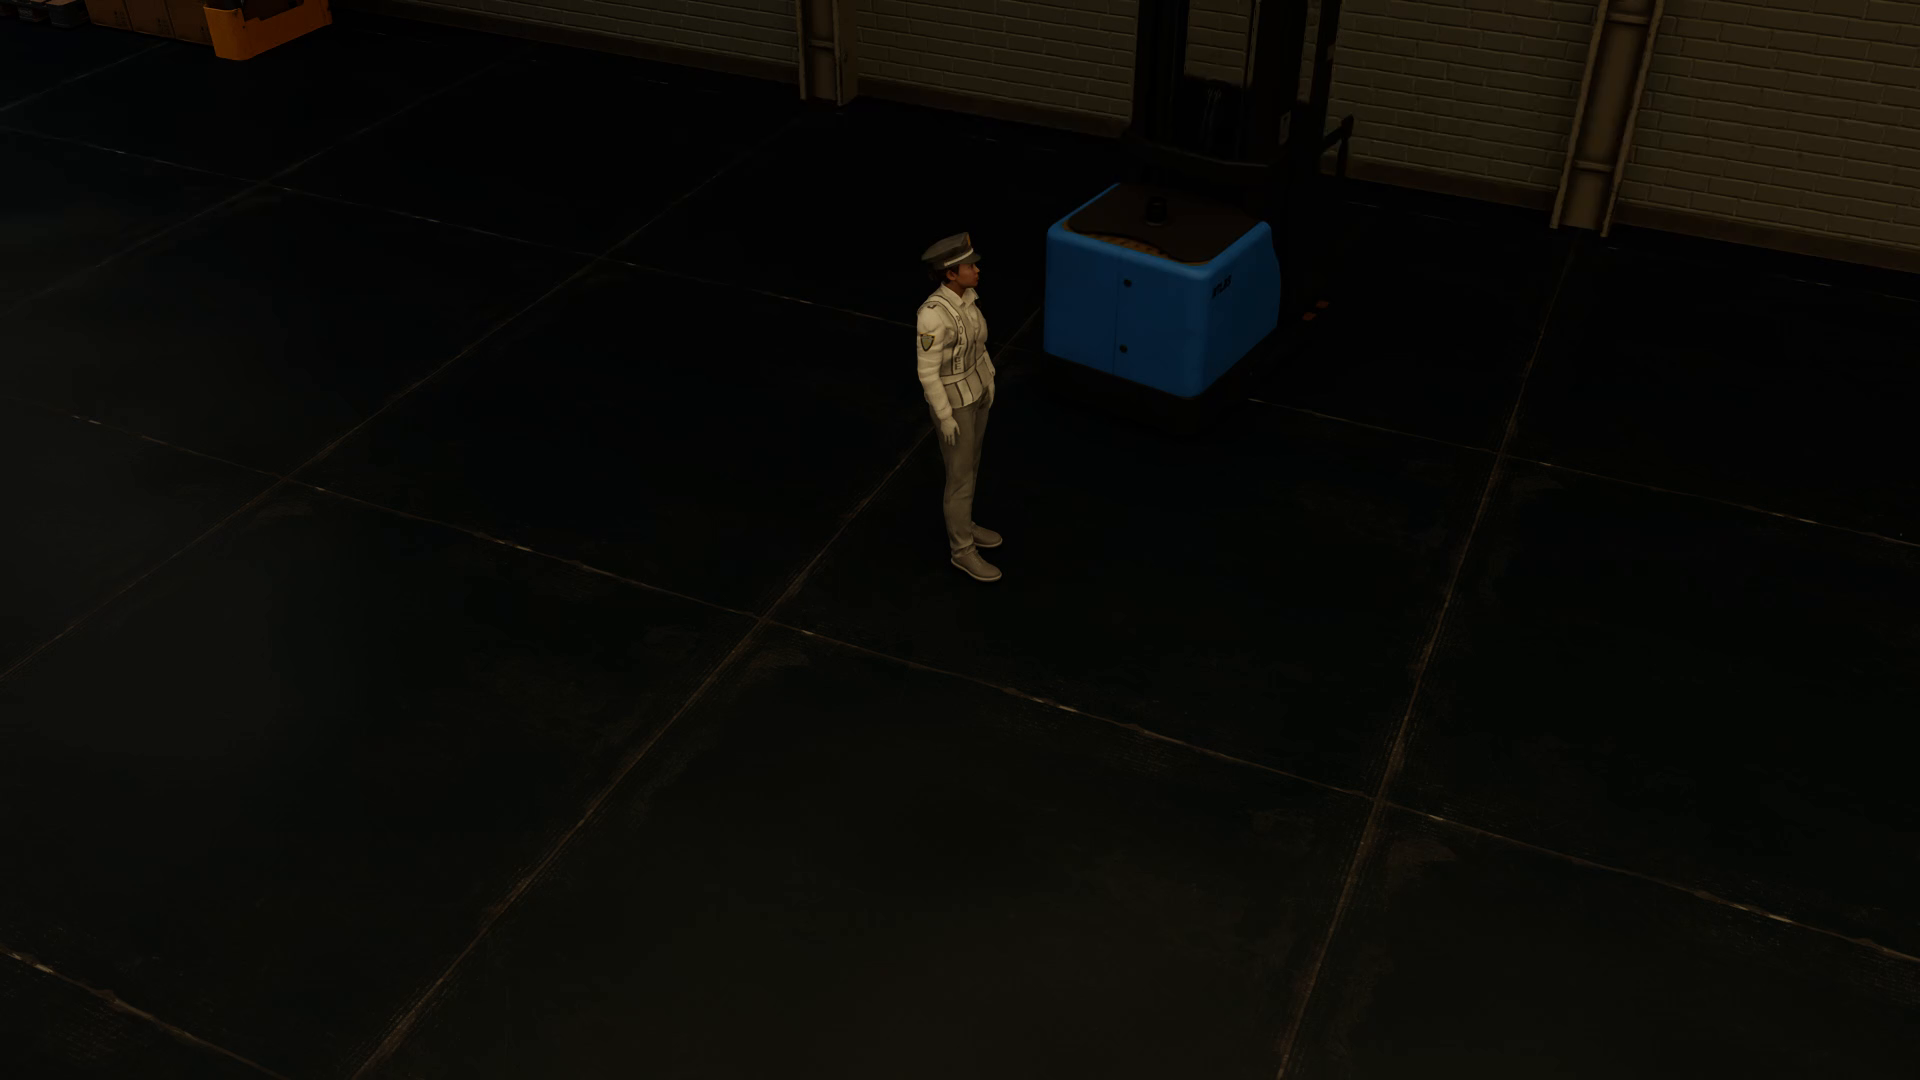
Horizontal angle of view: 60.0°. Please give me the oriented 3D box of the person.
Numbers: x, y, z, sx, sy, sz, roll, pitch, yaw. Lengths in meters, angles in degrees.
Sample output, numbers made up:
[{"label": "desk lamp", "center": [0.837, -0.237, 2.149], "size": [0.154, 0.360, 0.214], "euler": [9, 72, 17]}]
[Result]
[{"label": "person", "center": [0.059, -0.676, 8.086], "size": [0.532, 1.694, 0.586], "euler": [15, 38, 20]}]

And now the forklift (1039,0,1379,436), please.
[{"label": "forklift", "center": [1.714, -2.590, 9.718], "size": [1.130, 2.935, 3.031], "euler": [22, 41, 27]}]
